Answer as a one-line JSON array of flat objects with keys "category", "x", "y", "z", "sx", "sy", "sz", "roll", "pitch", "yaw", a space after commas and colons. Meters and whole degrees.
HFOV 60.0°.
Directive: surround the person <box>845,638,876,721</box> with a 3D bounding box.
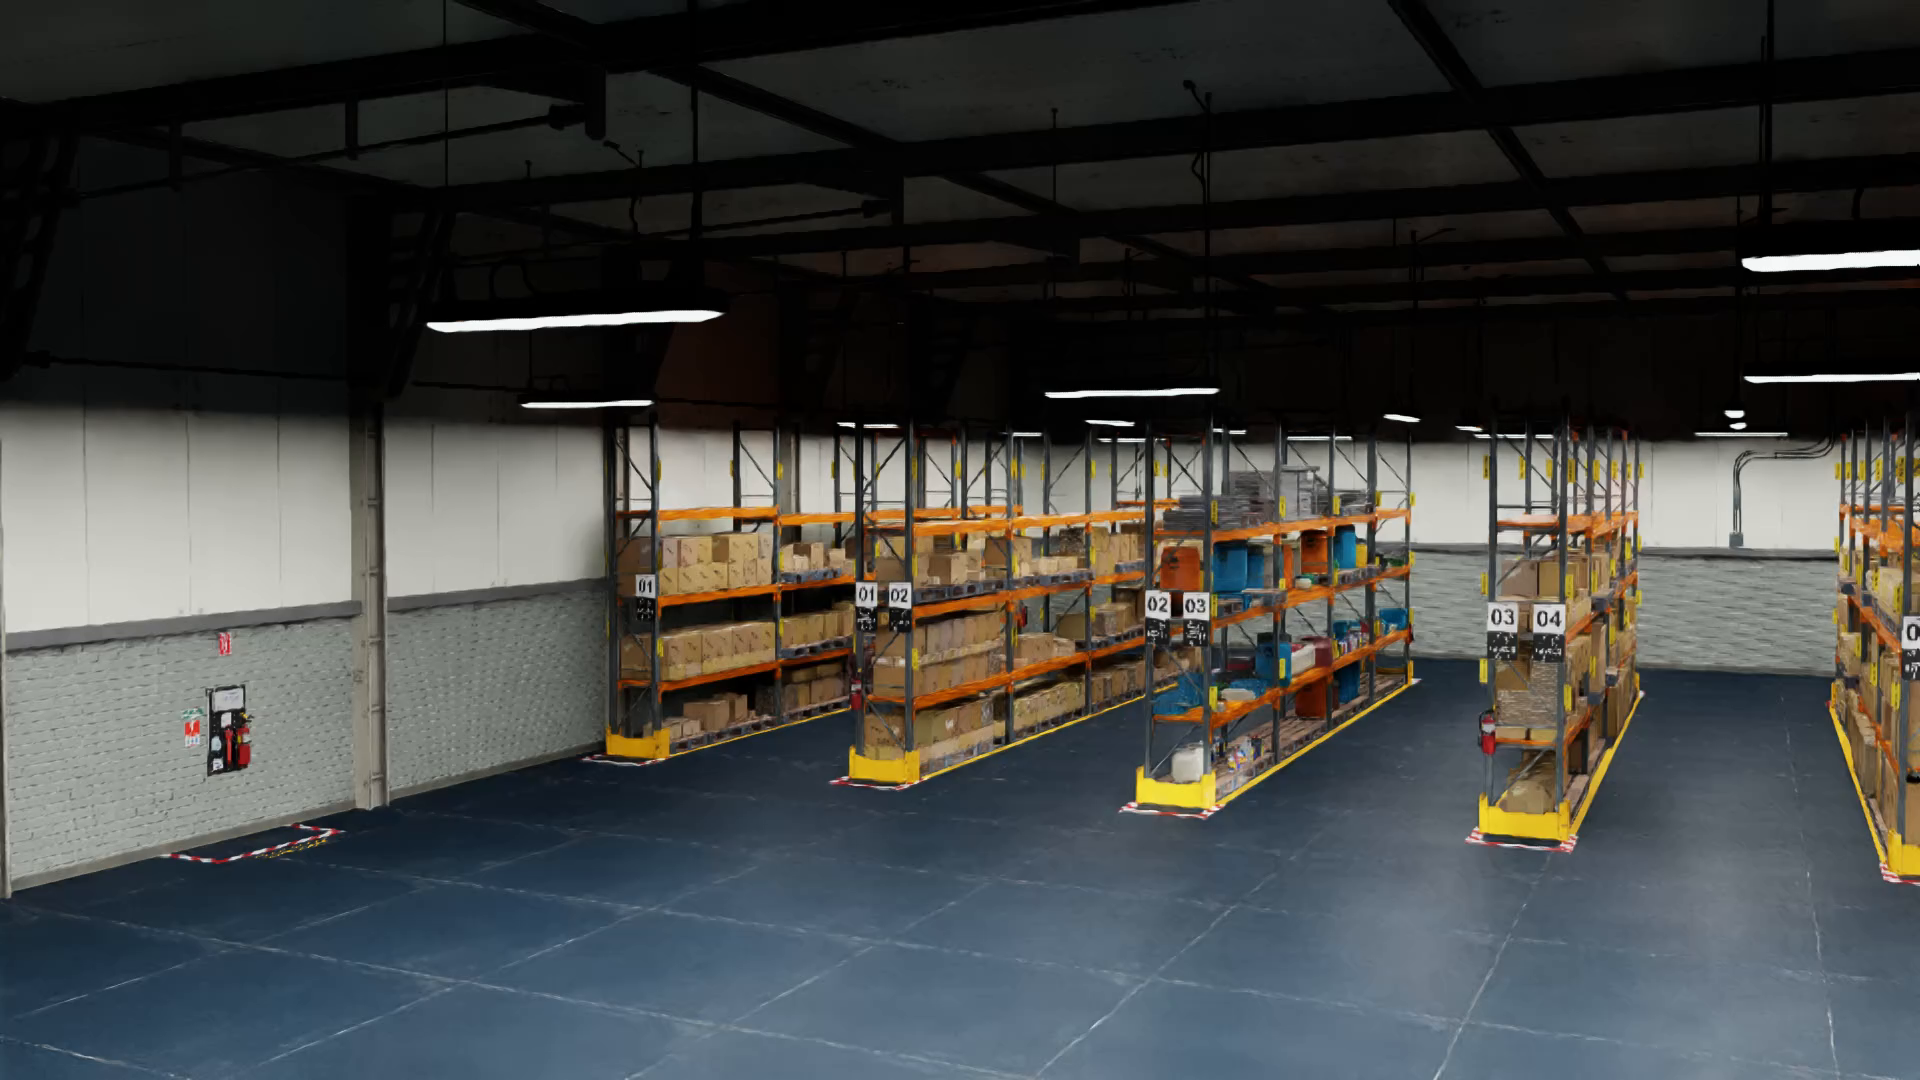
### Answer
[{"category": "person", "x": -1.883, "y": 2.755, "z": 32.754, "sx": 0.724, "sy": 1.713, "sz": 0.900, "roll": 0, "pitch": 2, "yaw": 9}]
